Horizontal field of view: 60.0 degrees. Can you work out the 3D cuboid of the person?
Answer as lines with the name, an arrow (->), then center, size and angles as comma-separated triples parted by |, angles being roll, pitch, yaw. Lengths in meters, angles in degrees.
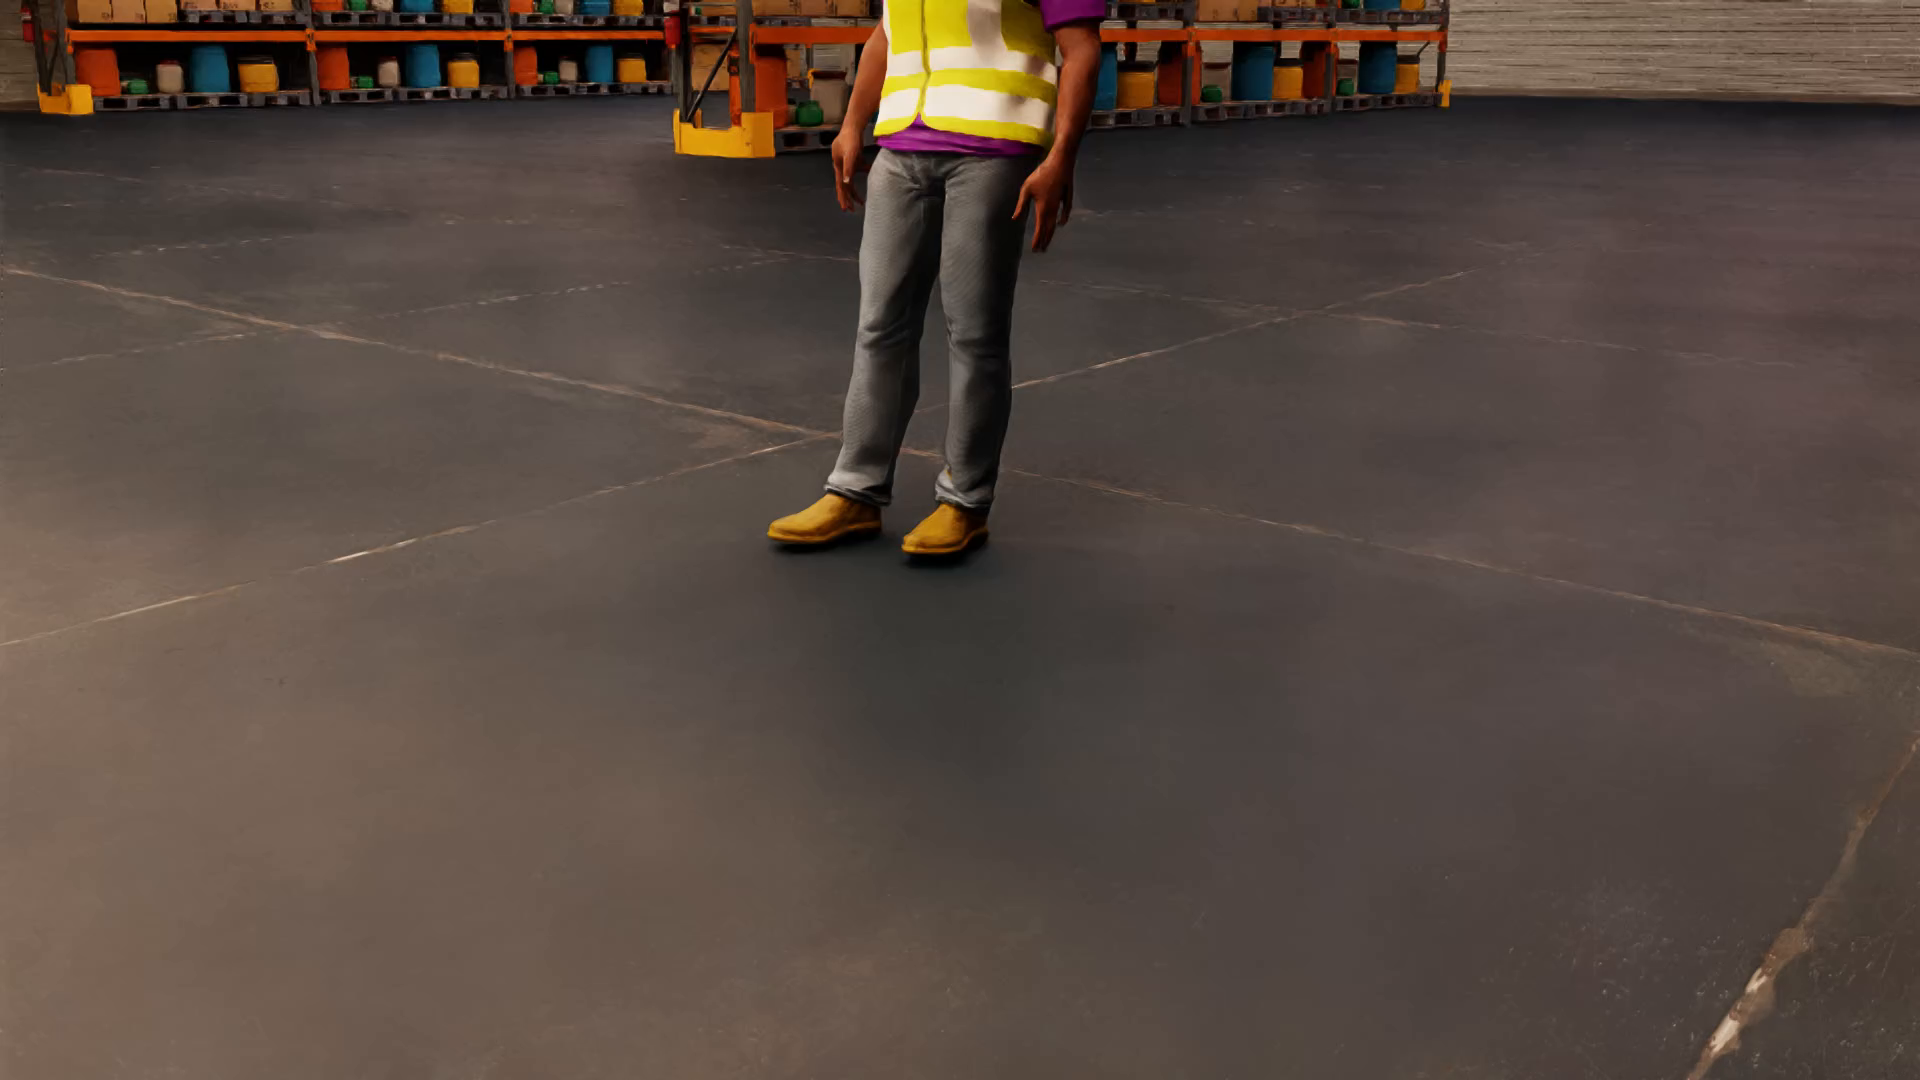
person -> -0.048, -0.837, 3.635 | 0.665, 1.766, 0.576 | 13, 21, 37
